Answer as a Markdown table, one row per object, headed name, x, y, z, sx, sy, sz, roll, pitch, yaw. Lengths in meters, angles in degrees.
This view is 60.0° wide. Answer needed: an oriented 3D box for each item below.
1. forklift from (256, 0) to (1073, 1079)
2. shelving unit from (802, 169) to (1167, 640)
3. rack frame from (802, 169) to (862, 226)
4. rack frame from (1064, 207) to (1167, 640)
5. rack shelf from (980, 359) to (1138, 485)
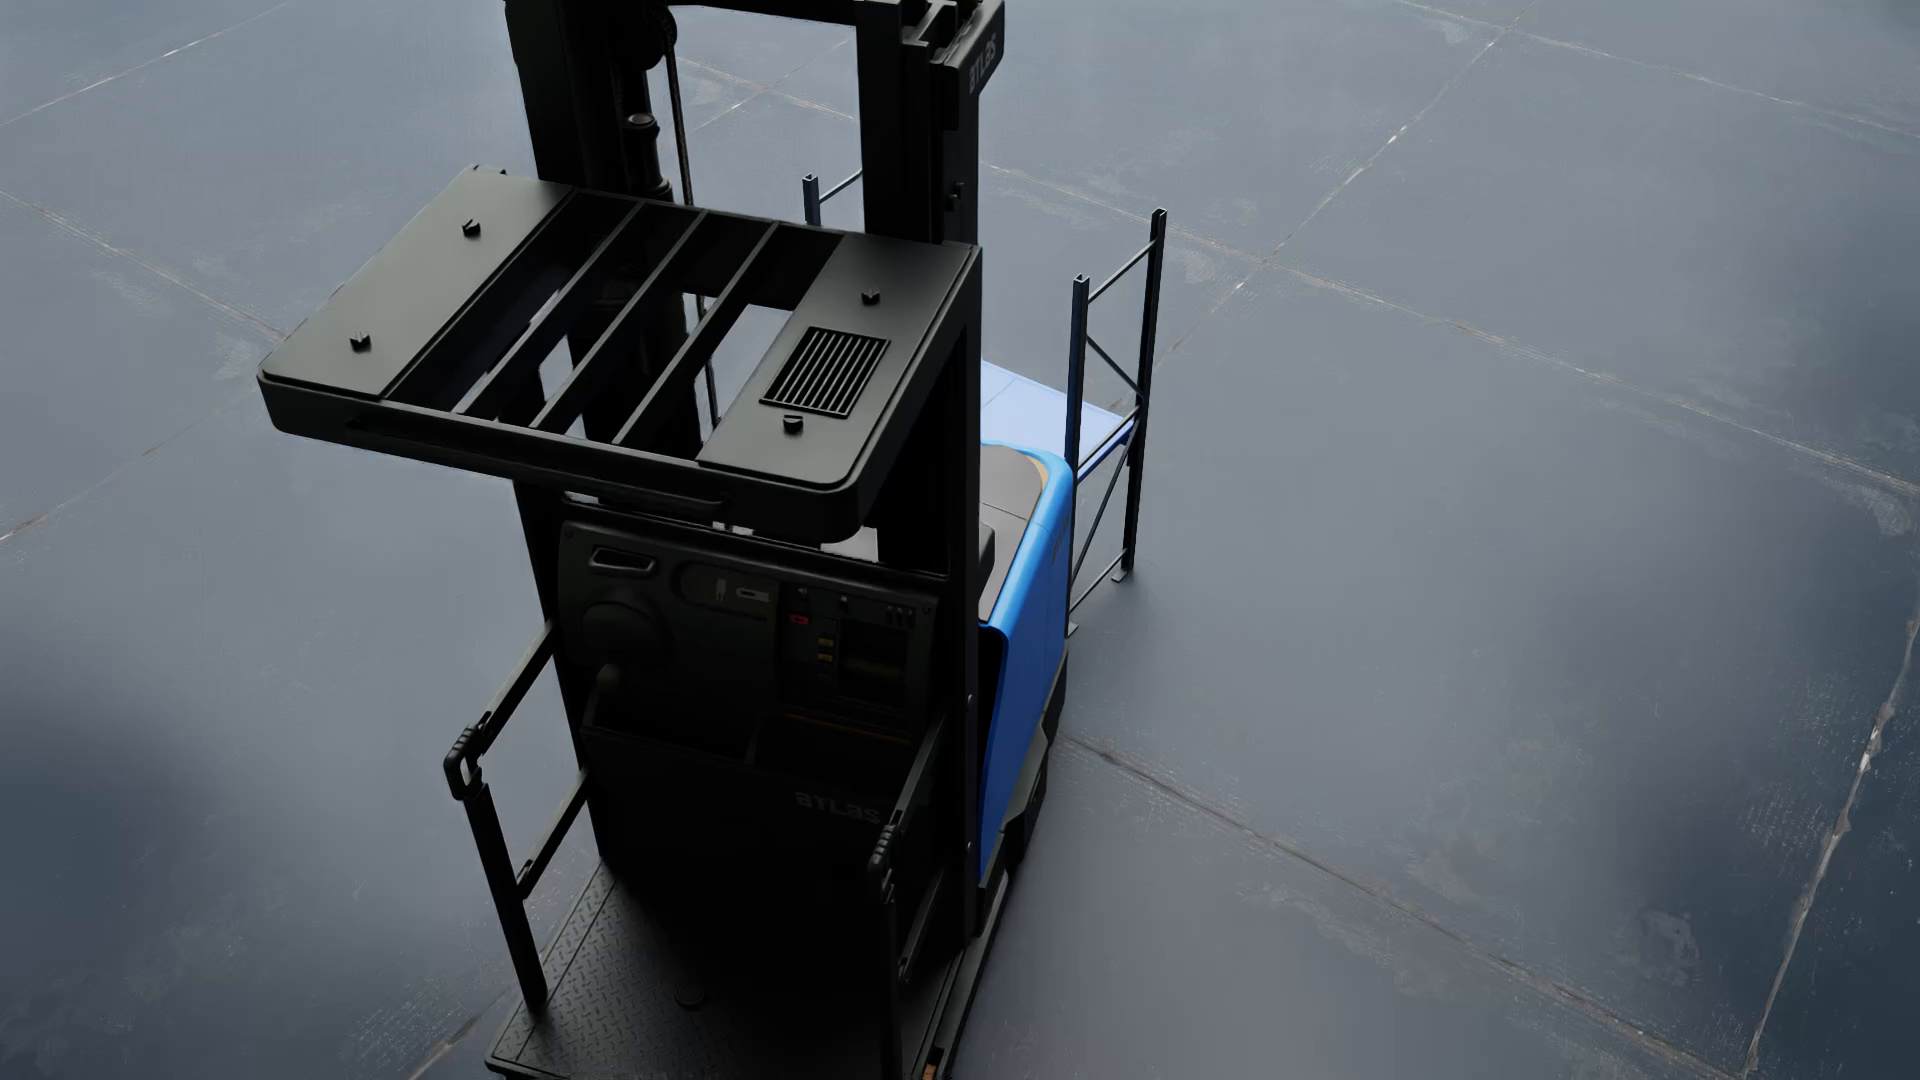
| name | x | y | z | sx | sy | sz | roll | pitch | yaw |
| --- | --- | --- | --- | --- | --- | --- | --- | --- | --- |
| forklift | -0.564 | 0.301 | 3.716 | 1.130 | 2.935 | 3.031 | 11 | 43 | 12 |
| shelving unit | 0.070 | -0.526 | 5.713 | 1.048 | 1.500 | 0.538 | 25 | 48 | 25 |
| rack frame | -0.346 | -0.721 | 5.931 | 0.032 | 1.500 | 0.500 | 25 | 48 | 25 |
| rack frame | 0.486 | -0.332 | 5.496 | 0.032 | 1.500 | 0.500 | 25 | 48 | 25 |
| rack shelf | 0.070 | -0.392 | 5.833 | 1.000 | 0.185 | 0.538 | 25 | 48 | 25 |
